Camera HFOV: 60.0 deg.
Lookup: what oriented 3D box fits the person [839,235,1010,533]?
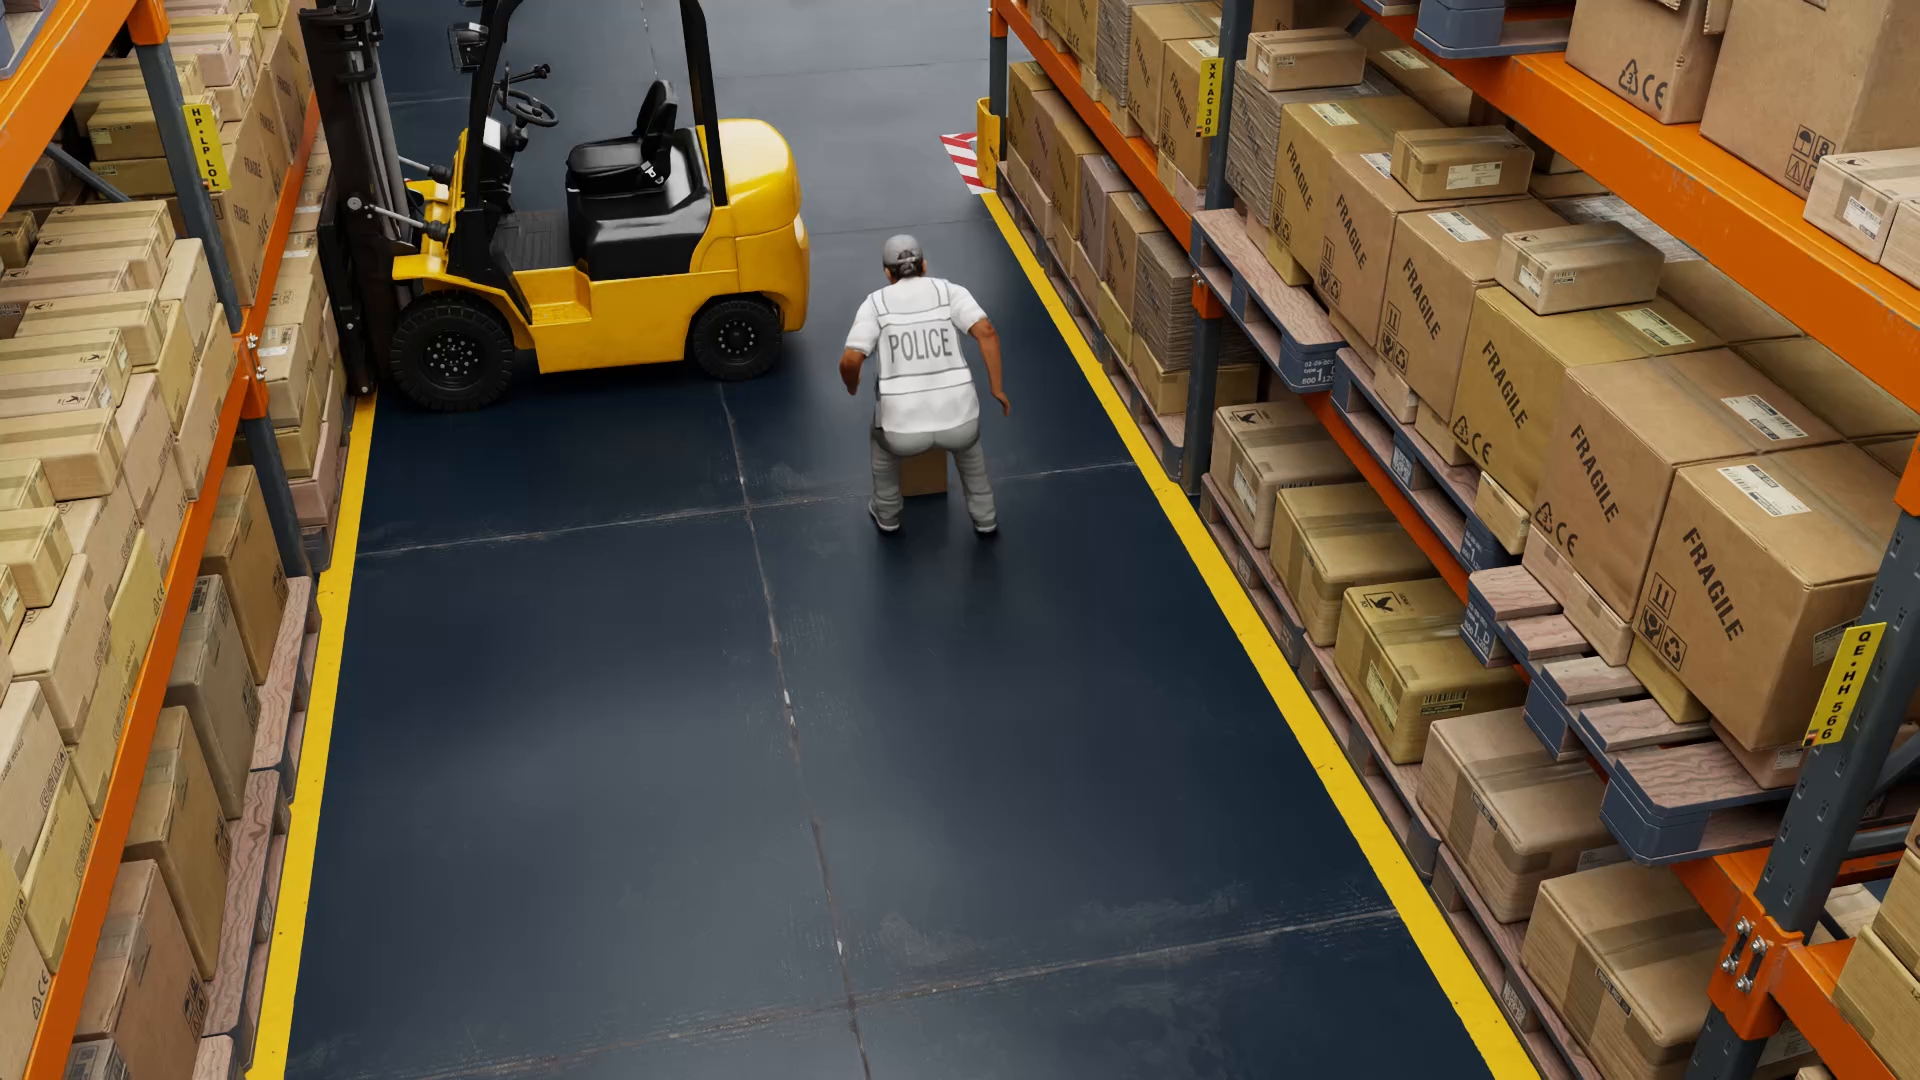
[{"bbox_3d":[-0.169,-0.591,7.259,0.716,1.382,0.759,-6,35,-8],"label":"person"}]
